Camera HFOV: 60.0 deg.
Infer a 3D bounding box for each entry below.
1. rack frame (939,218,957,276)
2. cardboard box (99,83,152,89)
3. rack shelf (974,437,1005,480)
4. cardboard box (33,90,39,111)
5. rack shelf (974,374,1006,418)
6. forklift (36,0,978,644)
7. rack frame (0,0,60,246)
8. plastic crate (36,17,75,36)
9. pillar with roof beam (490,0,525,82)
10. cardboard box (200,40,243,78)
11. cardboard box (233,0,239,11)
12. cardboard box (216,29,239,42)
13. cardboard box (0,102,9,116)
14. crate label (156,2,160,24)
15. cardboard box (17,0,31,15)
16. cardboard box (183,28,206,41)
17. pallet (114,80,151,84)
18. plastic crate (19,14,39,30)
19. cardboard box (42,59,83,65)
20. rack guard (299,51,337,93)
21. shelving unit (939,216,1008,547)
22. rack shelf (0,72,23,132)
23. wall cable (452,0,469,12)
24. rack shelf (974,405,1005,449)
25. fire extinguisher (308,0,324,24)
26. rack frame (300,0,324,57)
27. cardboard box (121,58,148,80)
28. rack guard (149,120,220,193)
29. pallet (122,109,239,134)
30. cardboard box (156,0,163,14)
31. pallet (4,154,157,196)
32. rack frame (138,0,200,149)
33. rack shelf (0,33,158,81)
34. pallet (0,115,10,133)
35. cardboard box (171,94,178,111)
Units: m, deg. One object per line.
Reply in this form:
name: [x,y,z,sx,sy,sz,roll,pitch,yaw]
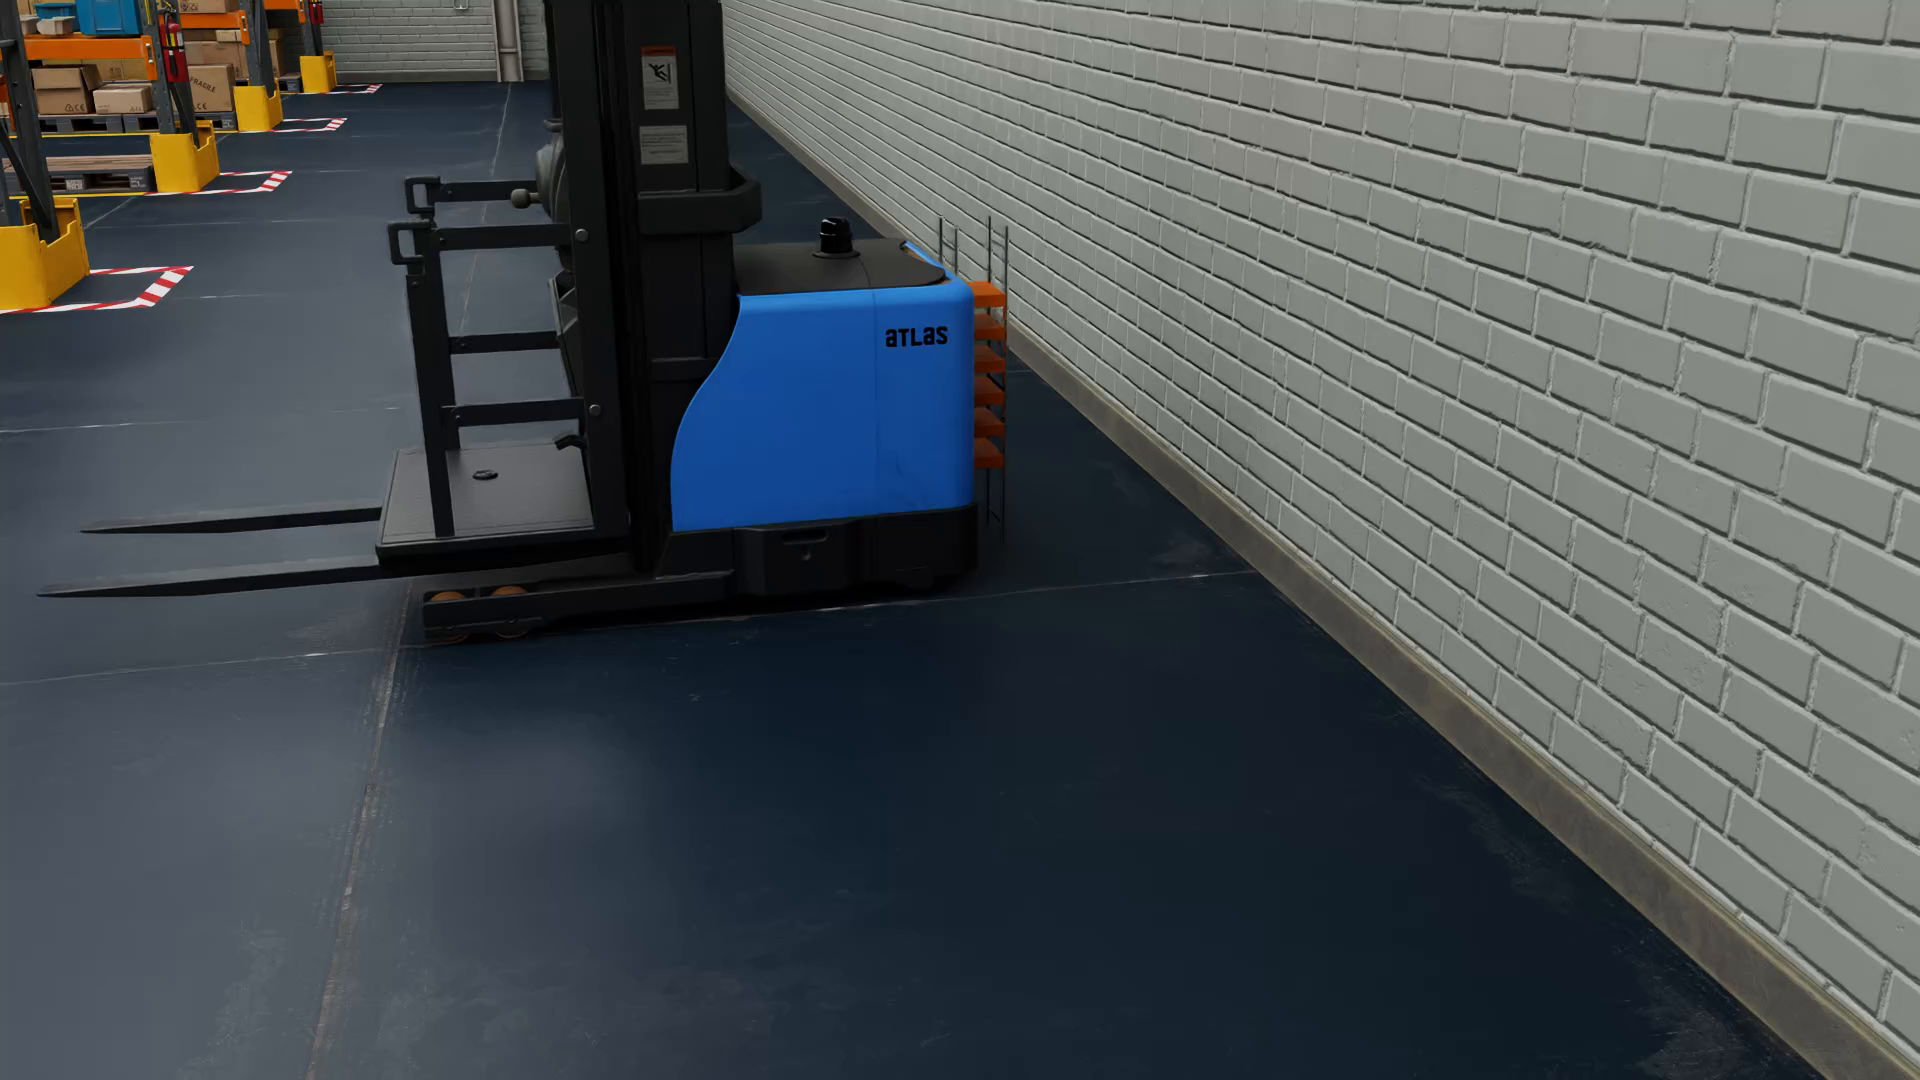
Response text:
rack frame: [-0.042,-0.560,6.100,0.006,1.200,0.240,-5,21,-14]
cardboard box: [-9.774,-5.215,19.548,0.500,0.250,0.500,-5,21,-12]
rack shelf: [0.047,-0.301,6.220,0.180,0.103,0.258,-5,21,-14]
cardboard box: [-10.881,-5.154,19.292,0.500,0.311,0.500,-5,21,-12]
rack shelf: [0.047,-0.527,6.137,0.180,0.103,0.258,-5,21,-14]
forklift: [-1.512,-1.240,5.438,3.031,2.935,1.130,-5,21,-14]
rack frame: [-5.931,-3.011,10.172,0.127,3.000,1.000,-5,21,-12]
plastic crate: [-7.823,-4.448,14.392,0.243,0.136,0.396,-5,21,-12]
pillar with roof beam: [-5.931,-9.864,20.159,0.400,9.000,9.100,-5,21,-12]
cardboard box: [-10.496,-6.880,23.758,0.500,0.500,0.700,-5,21,-13]
cardboard box: [-8.699,-6.427,19.353,0.500,0.500,0.500,-4,21,-11]
cardboard box: [-10.340,-7.132,23.505,0.250,0.149,0.380,-4,21,-11]
cardboard box: [-10.802,-4.919,18.862,0.250,0.166,0.380,-5,21,-12]
crate label: [-7.387,-4.709,14.964,0.303,0.233,0.416,-5,21,-12]
cardboard box: [-10.556,-6.087,18.425,0.500,0.500,0.500,-5,21,-13]
cardboard box: [-10.917,-7.220,23.745,0.250,0.149,0.380,-4,21,-12]
pallet: [-11.295,-6.491,23.726,1.213,0.211,1.003,-5,21,-12]
plastic crate: [-8.378,-4.612,14.841,0.298,0.136,0.250,-5,21,-12]
cardboard box: [-12.492,-6.716,23.313,0.500,0.500,0.700,-4,21,-12]
rack guard: [-9.327,-6.813,24.186,0.348,0.500,1.175,-5,21,-12]
shelving unit: [0.047,-0.568,6.122,0.189,1.200,0.258,-5,21,-14]
rack shelf: [-7.877,-2.515,9.864,4.000,0.370,1.077,-5,21,-12]
wall cable: [-8.322,-8.880,24.718,1.851,1.984,0.084,-5,21,-12]
rack shelf: [0.047,-0.414,6.179,0.180,0.103,0.258,-5,21,-14]
fire extinguisher: [-9.097,-7.631,23.440,0.183,0.674,0.296,-5,21,-12]
rack frame: [-9.350,-7.985,23.751,0.127,3.000,1.000,-5,21,-12]
cardboard box: [-11.502,-6.795,23.527,0.500,0.500,0.700,-4,21,-11]
rack guard: [-7.050,-3.501,15.145,0.348,0.500,1.175,-5,21,-12]
pallet: [-9.057,-4.948,19.516,1.213,0.211,1.003,-5,21,-12]
cardboard box: [-9.084,-6.205,18.747,0.500,0.500,0.500,-4,21,-12]
pallet: [-7.882,-3.307,15.035,1.213,0.211,1.003,-5,21,-12]
rack frame: [-7.071,-4.669,14.698,0.127,3.000,1.000,-5,21,-12]
rack shelf: [-9.017,-4.172,14.390,4.000,0.370,1.077,-5,21,-12]
pallet: [-11.431,-4.755,18.988,1.213,0.211,1.003,-5,21,-12]
cardboard box: [-9.094,-5.076,19.289,0.250,0.166,0.380,-5,21,-12]
